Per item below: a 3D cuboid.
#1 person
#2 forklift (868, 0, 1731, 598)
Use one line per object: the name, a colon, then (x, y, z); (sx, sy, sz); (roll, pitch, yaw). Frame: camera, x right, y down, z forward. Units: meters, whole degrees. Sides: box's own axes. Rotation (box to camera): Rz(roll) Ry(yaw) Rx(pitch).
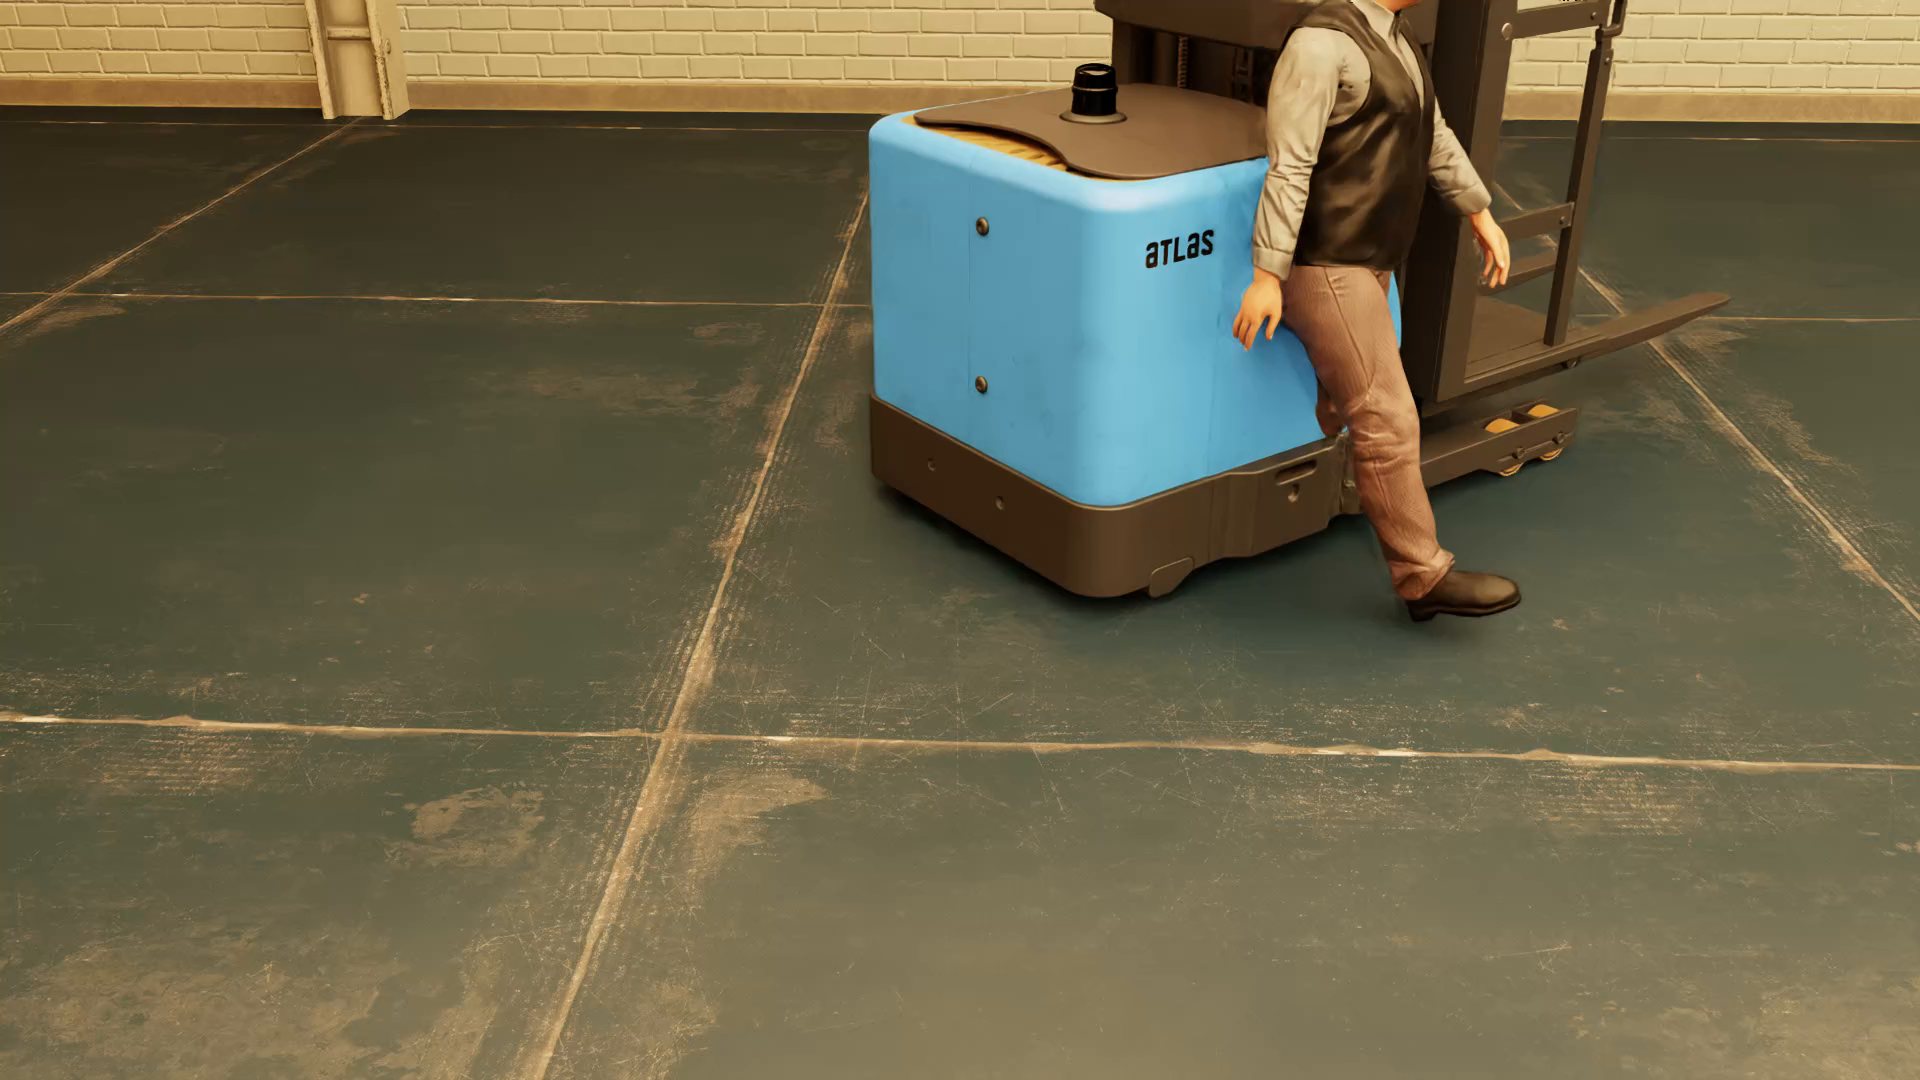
person: (1.009, -0.624, 3.952); (0.911, 1.703, 0.706); (14, 30, 26)
forklift: (1.234, -1.673, 4.599); (3.031, 2.935, 1.130); (-18, 31, -32)
